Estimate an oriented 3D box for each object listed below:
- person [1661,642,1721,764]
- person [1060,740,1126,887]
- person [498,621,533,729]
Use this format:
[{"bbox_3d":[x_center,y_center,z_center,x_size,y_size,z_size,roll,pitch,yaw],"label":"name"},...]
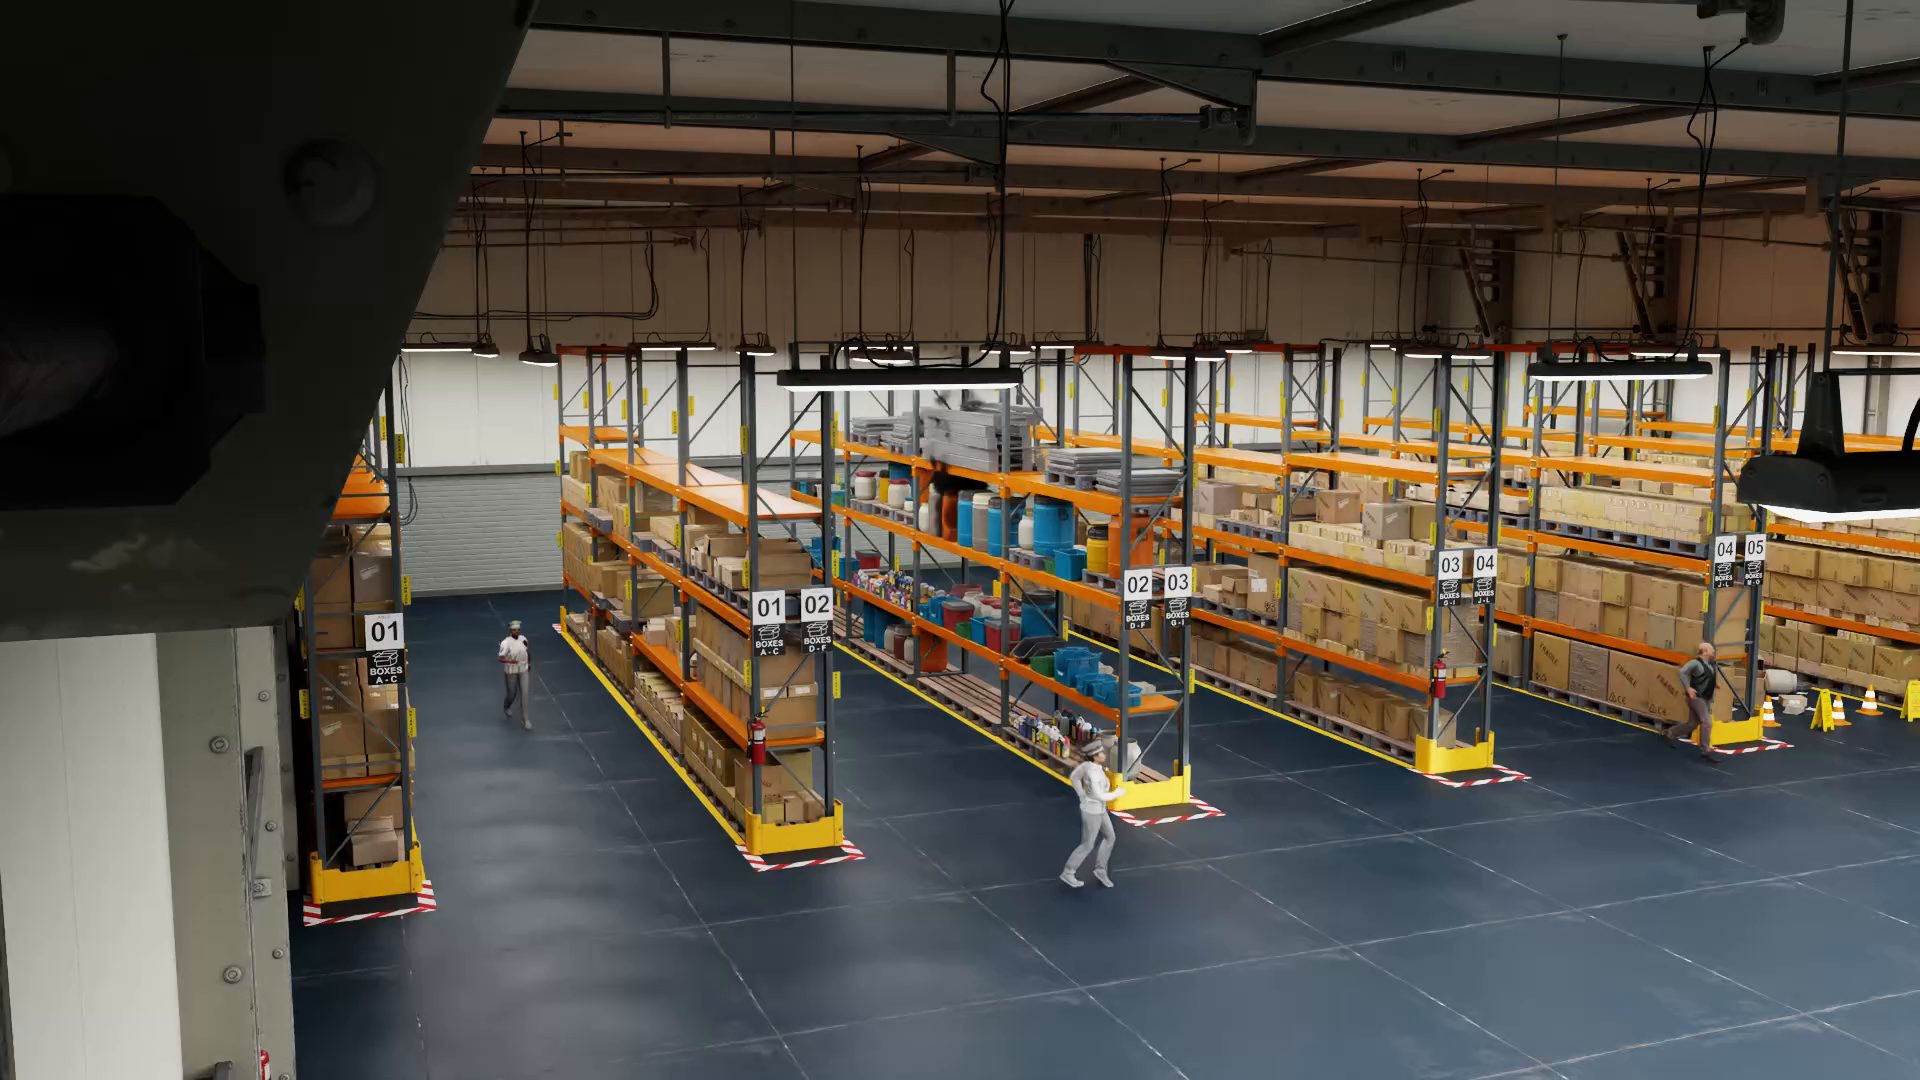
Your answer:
[{"bbox_3d":[10.913,2.364,24.642,0.941,1.701,0.598,7,10,44],"label":"person"},{"bbox_3d":[1.501,3.117,18.793,0.737,1.755,0.632,0,7,1],"label":"person"},{"bbox_3d":[-7.078,2.113,26.526,0.579,1.699,0.923,-5,9,-34],"label":"person"}]
